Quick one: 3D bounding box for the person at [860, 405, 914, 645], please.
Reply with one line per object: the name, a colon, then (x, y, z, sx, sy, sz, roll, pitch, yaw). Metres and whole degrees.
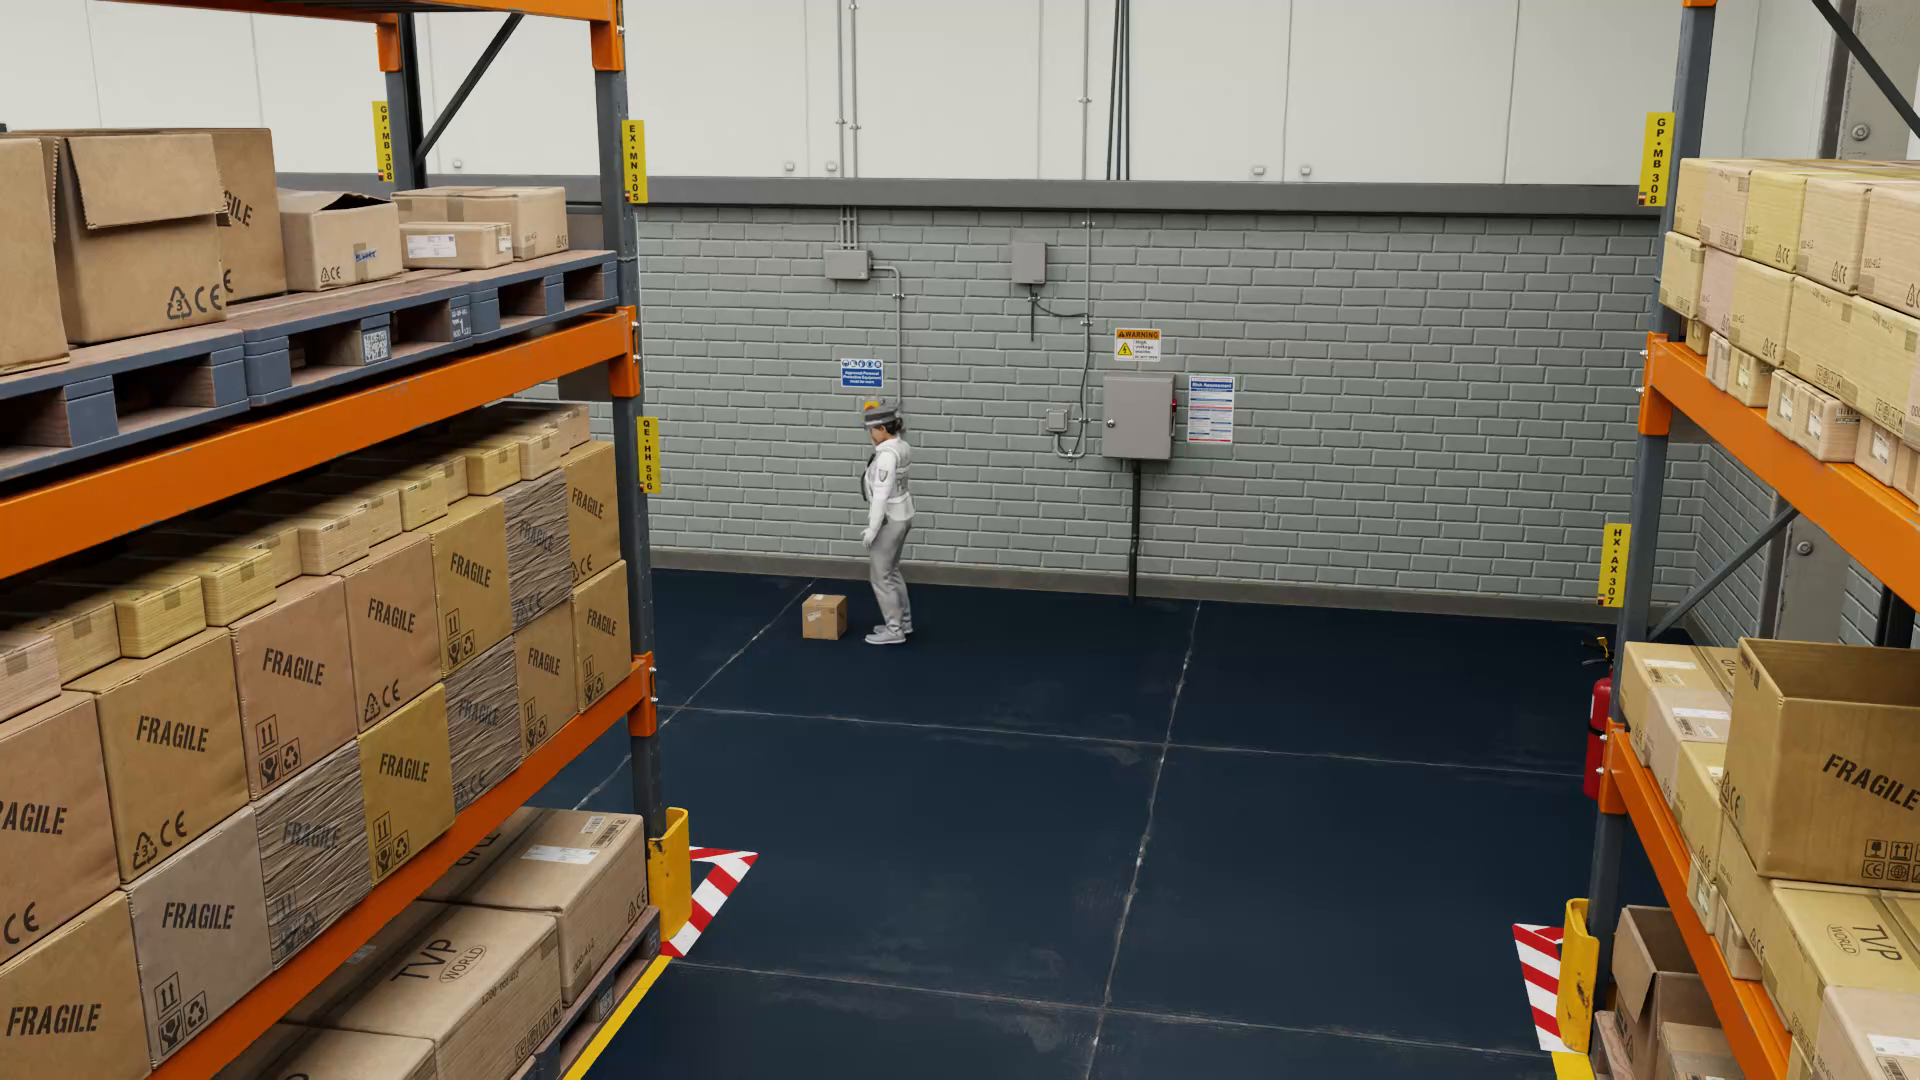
person: (-0.496, -0.100, 11.425, 0.338, 1.661, 0.476, 3, 15, 12)
